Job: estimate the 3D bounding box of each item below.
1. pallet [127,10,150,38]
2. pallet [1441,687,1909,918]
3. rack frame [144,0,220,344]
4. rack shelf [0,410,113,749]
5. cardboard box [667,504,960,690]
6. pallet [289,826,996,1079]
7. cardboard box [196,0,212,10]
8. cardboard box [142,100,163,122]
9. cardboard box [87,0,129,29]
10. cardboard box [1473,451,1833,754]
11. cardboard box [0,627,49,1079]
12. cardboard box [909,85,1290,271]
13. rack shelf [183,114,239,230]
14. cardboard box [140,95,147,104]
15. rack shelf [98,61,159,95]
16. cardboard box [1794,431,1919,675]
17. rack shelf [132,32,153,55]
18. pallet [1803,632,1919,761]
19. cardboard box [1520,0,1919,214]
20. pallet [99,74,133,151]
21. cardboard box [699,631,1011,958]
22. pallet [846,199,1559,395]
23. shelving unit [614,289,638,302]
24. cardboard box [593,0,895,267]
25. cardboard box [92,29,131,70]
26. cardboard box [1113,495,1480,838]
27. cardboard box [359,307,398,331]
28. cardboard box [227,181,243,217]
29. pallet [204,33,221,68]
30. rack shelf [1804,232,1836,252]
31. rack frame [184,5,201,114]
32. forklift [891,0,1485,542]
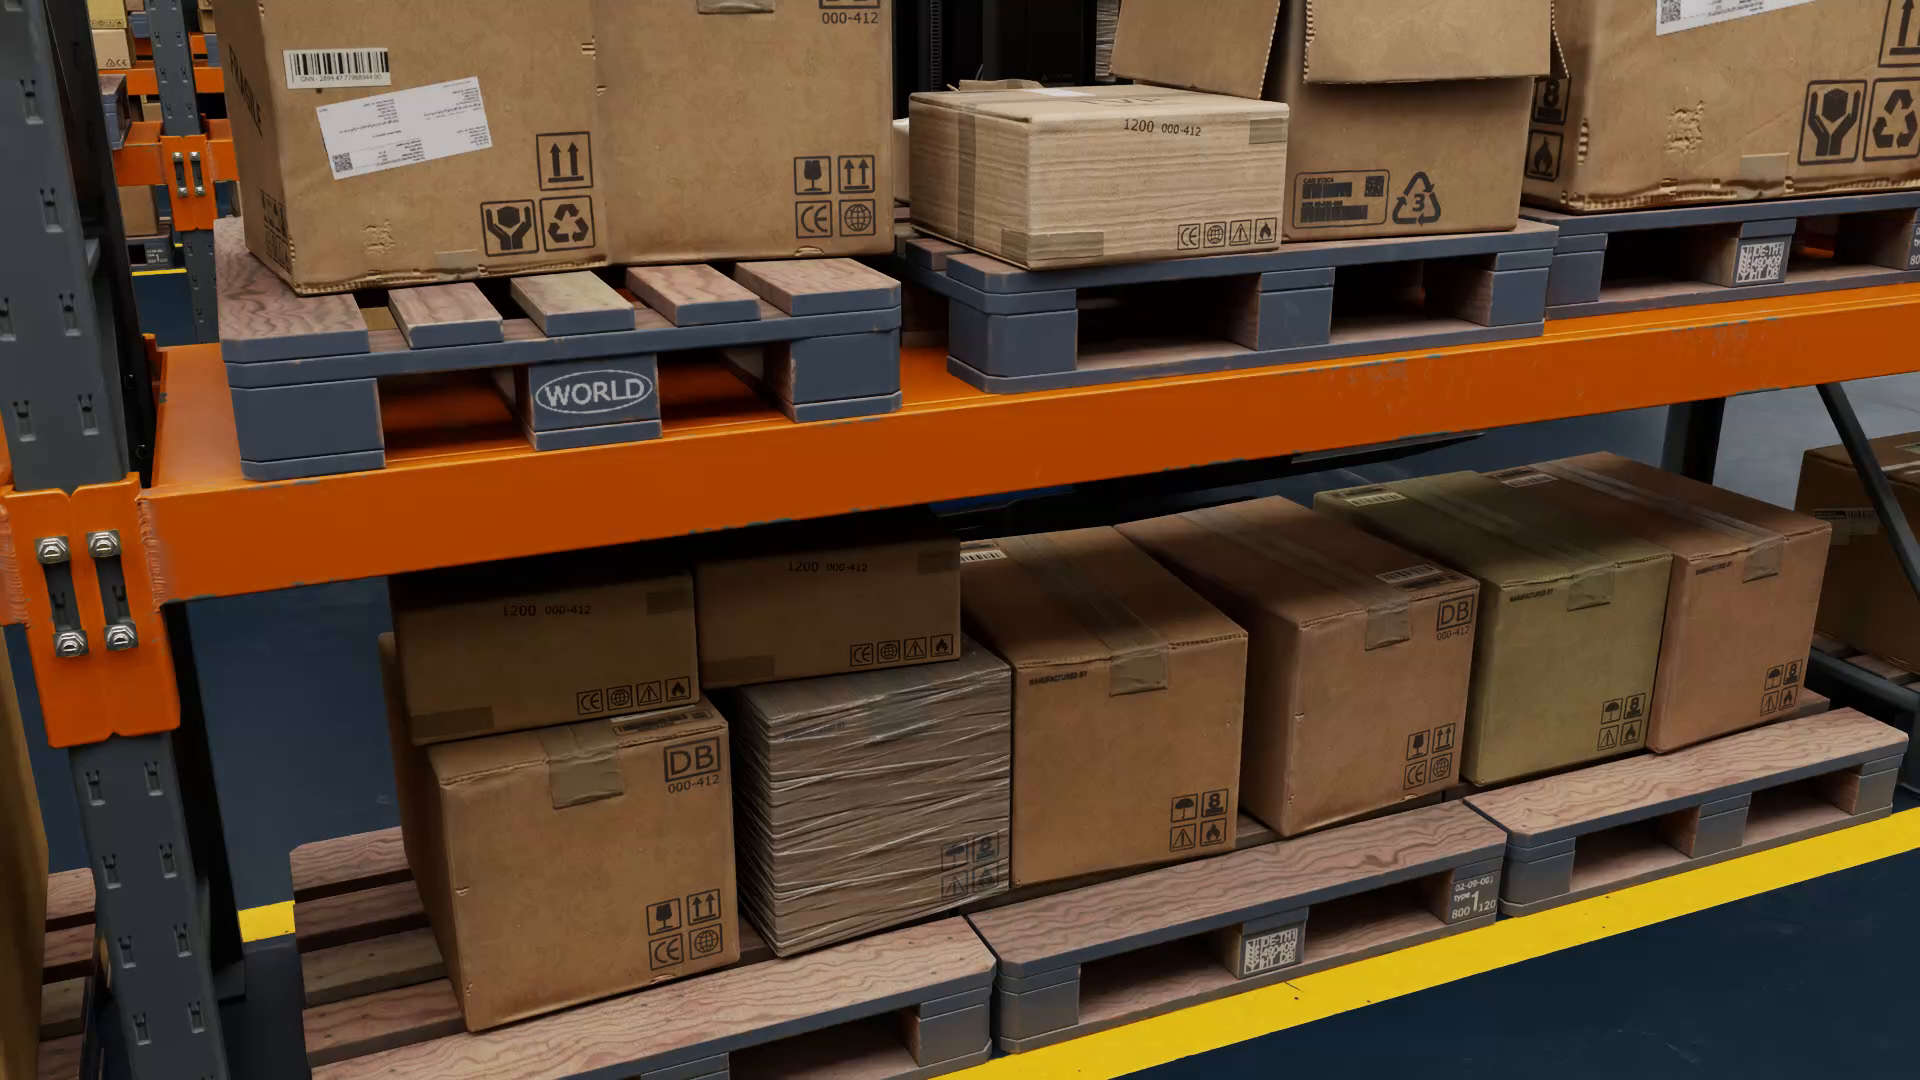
[{"bbox_3d":[-7.885,-4.723,15.208,1.003,0.211,1.213,-8,21,-22],"label":"pallet"},{"bbox_3d":[1.563,0.503,4.275,1.213,0.211,1.003,-8,21,-22],"label":"pallet"},{"bbox_3d":[-3.267,-1.914,6.943,0.127,3.000,1.000,-8,21,-22],"label":"rack frame"},{"bbox_3d":[-3.232,0.214,1.981,4.000,0.370,1.077,-8,21,-22],"label":"rack shelf"},{"bbox_3d":[-0.309,0.059,3.310,0.500,0.250,0.500,-6,20,-16],"label":"cardboard box"},{"bbox_3d":[-0.677,0.824,3.363,1.213,0.211,1.003,-8,21,-22],"label":"pallet"},{"bbox_3d":[-4.816,-3.785,11.024,0.500,0.500,0.500,-9,21,-23],"label":"cardboard box"},{"bbox_3d":[-7.594,-3.822,15.491,0.500,0.500,0.500,-8,21,-20],"label":"cardboard box"},{"bbox_3d":[-5.665,-3.435,10.733,0.500,0.250,0.500,-8,21,-22],"label":"cardboard box"},{"bbox_3d":[1.705,0.131,4.235,0.500,0.500,0.700,-10,22,-26],"label":"cardboard box"},{"bbox_3d":[-2.037,0.500,2.653,0.875,0.875,1.225,-9,21,-24],"label":"cardboard box"},{"bbox_3d":[0.235,-0.666,2.991,0.500,0.250,0.500,-9,21,-23],"label":"cardboard box"},{"bbox_3d":[-1.431,-1.838,7.809,4.000,0.370,1.077,-8,21,-22],"label":"rack shelf"},{"bbox_3d":[-7.644,-4.107,15.323,0.250,0.149,0.380,-9,21,-25],"label":"cardboard box"},{"bbox_3d":[-7.157,-2.808,10.564,4.000,0.370,1.077,-8,21,-22],"label":"rack shelf"},{"bbox_3d":[2.660,0.026,4.564,0.500,0.500,0.500,-9,21,-24],"label":"cardboard box"},{"bbox_3d":[-9.127,-4.321,14.862,4.000,0.370,1.077,-8,21,-22],"label":"rack shelf"},{"bbox_3d":[2.880,0.301,4.848,1.213,0.211,1.003,-8,21,-22],"label":"pallet"},{"bbox_3d":[1.492,-1.334,3.759,1.000,1.000,1.000,-8,21,-22],"label":"cardboard box"},{"bbox_3d":[-3.879,-1.698,6.616,1.003,0.211,1.213,-8,21,-22],"label":"pallet"},{"bbox_3d":[-0.284,0.412,3.437,0.500,0.500,0.700,-10,22,-26],"label":"cardboard box"},{"bbox_3d":[0.406,-0.571,3.416,1.213,0.211,1.003,-8,21,-22],"label":"pallet"},{"bbox_3d":[-1.041,-0.399,5.349,0.503,1.200,0.258,-9,21,-24],"label":"shelving unit"},{"bbox_3d":[-0.443,-0.821,3.054,0.500,0.500,0.700,-5,20,-14],"label":"cardboard box"},{"bbox_3d":[-5.682,-3.194,10.803,0.500,0.250,0.500,-9,21,-24],"label":"cardboard box"},{"bbox_3d":[0.746,0.262,3.864,0.500,0.500,0.700,-10,22,-27],"label":"cardboard box"},{"bbox_3d":[-2.673,-1.104,7.396,0.750,0.750,1.050,-8,21,-23],"label":"cardboard box"},{"bbox_3d":[-4.798,-2.441,11.761,0.625,0.372,0.950,-10,22,-26],"label":"cardboard box"},{"bbox_3d":[-4.709,-3.446,11.582,1.003,0.211,1.213,-8,21,-22],"label":"pallet"},{"bbox_3d":[4.114,-0.839,4.970,4.000,0.370,1.077,-8,21,-22],"label":"rack shelf"},{"bbox_3d":[-7.290,-4.924,15.490,0.127,3.000,1.000,-8,21,-22],"label":"rack frame"},{"bbox_3d":[0.562,-1.473,5.792,3.031,2.935,1.130,-9,21,-24],"label":"forklift"}]
